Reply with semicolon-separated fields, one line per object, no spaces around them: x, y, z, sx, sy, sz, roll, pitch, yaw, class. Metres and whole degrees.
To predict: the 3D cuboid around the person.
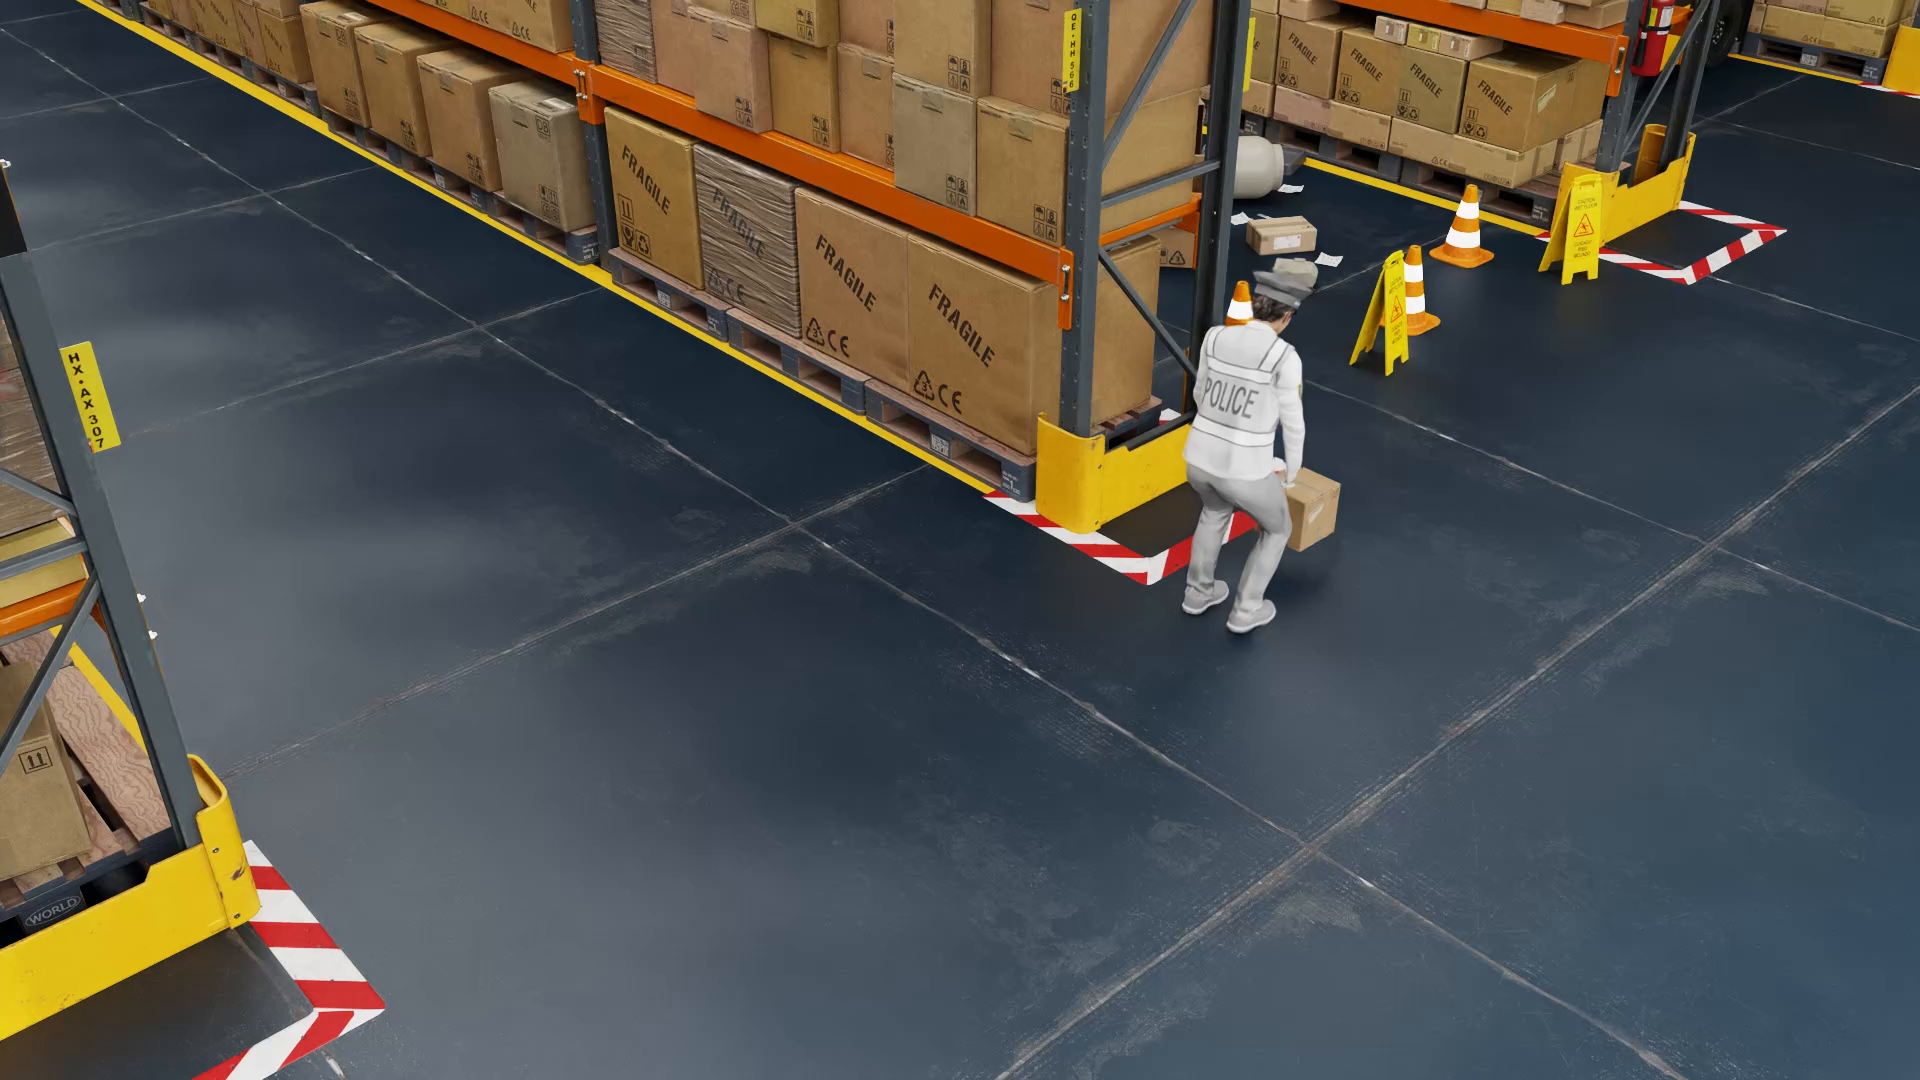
1.169;-0.312;6.891;0.535;1.404;0.691;27;41;36;person
